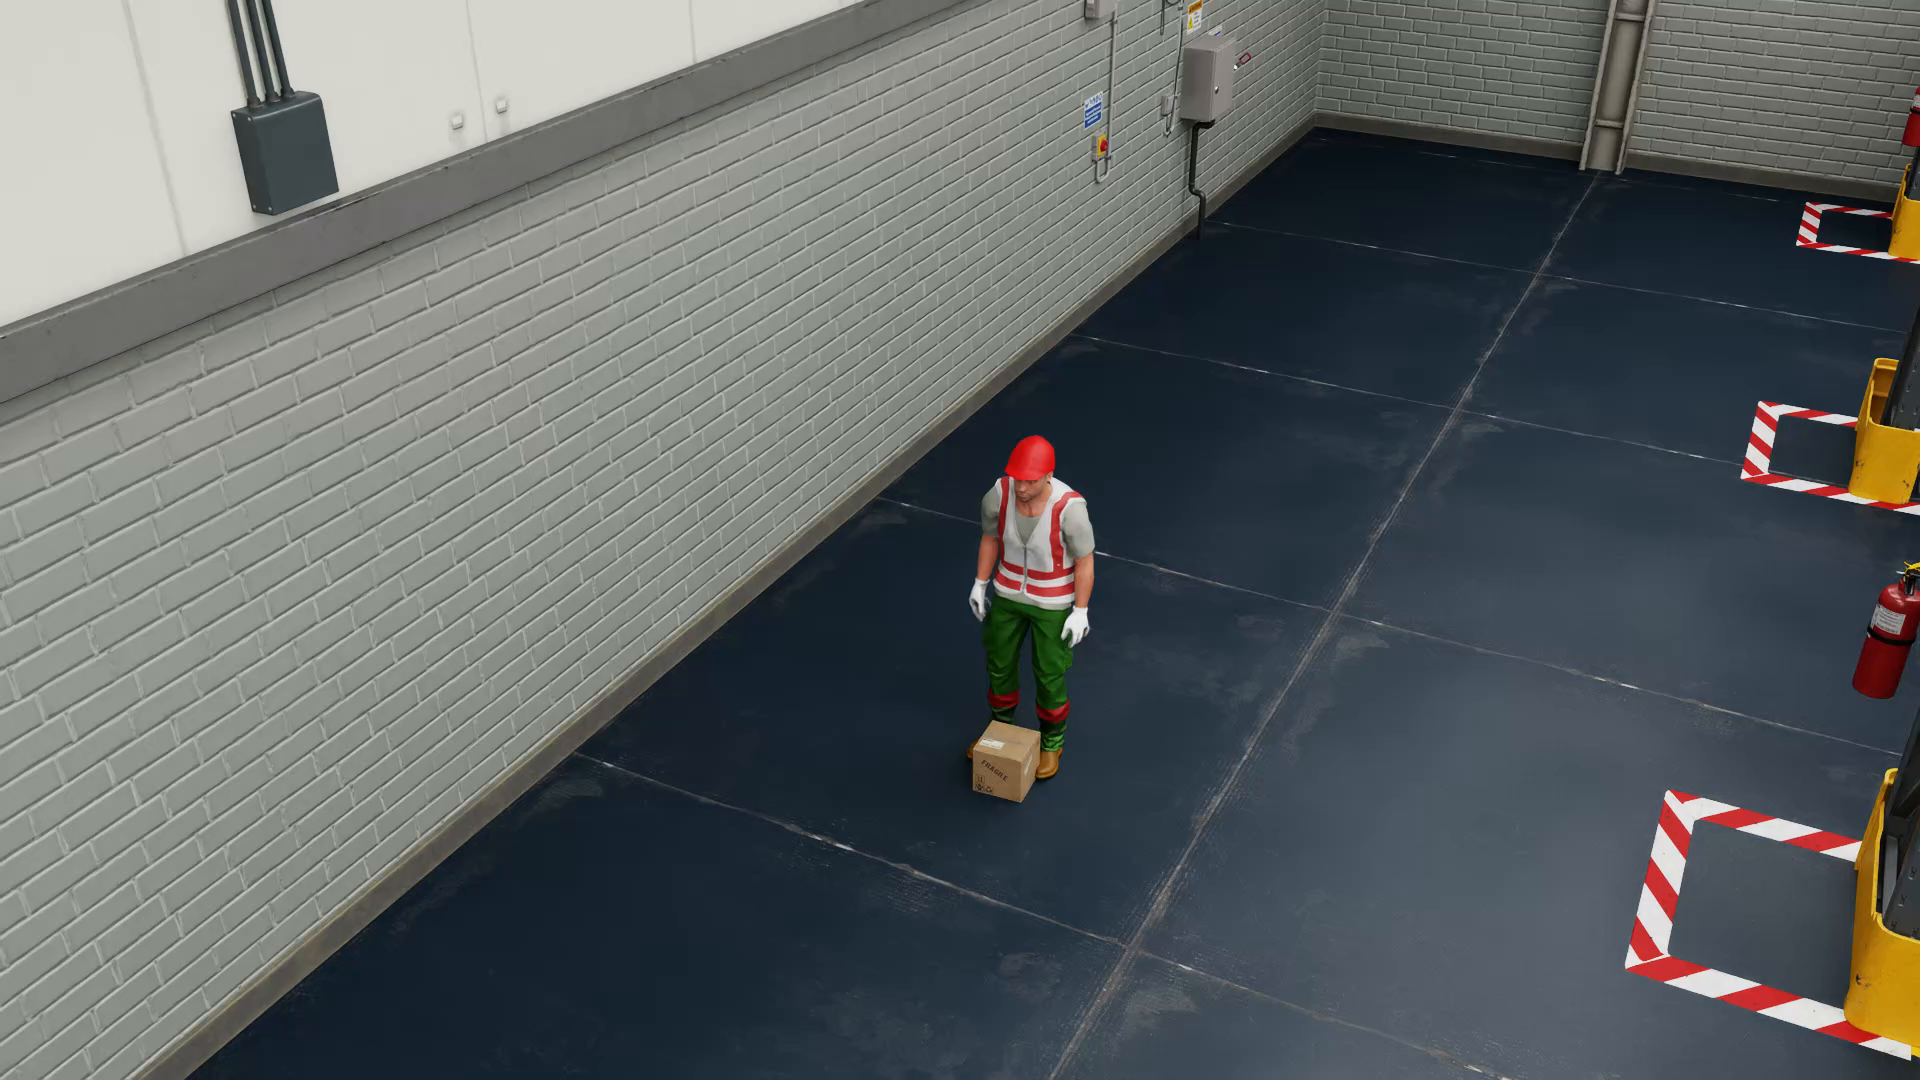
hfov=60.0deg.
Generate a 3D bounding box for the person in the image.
[{"bbox_3d":[0.323,0.294,7.766,0.604,1.778,0.453,14,33,23],"label":"person"}]
